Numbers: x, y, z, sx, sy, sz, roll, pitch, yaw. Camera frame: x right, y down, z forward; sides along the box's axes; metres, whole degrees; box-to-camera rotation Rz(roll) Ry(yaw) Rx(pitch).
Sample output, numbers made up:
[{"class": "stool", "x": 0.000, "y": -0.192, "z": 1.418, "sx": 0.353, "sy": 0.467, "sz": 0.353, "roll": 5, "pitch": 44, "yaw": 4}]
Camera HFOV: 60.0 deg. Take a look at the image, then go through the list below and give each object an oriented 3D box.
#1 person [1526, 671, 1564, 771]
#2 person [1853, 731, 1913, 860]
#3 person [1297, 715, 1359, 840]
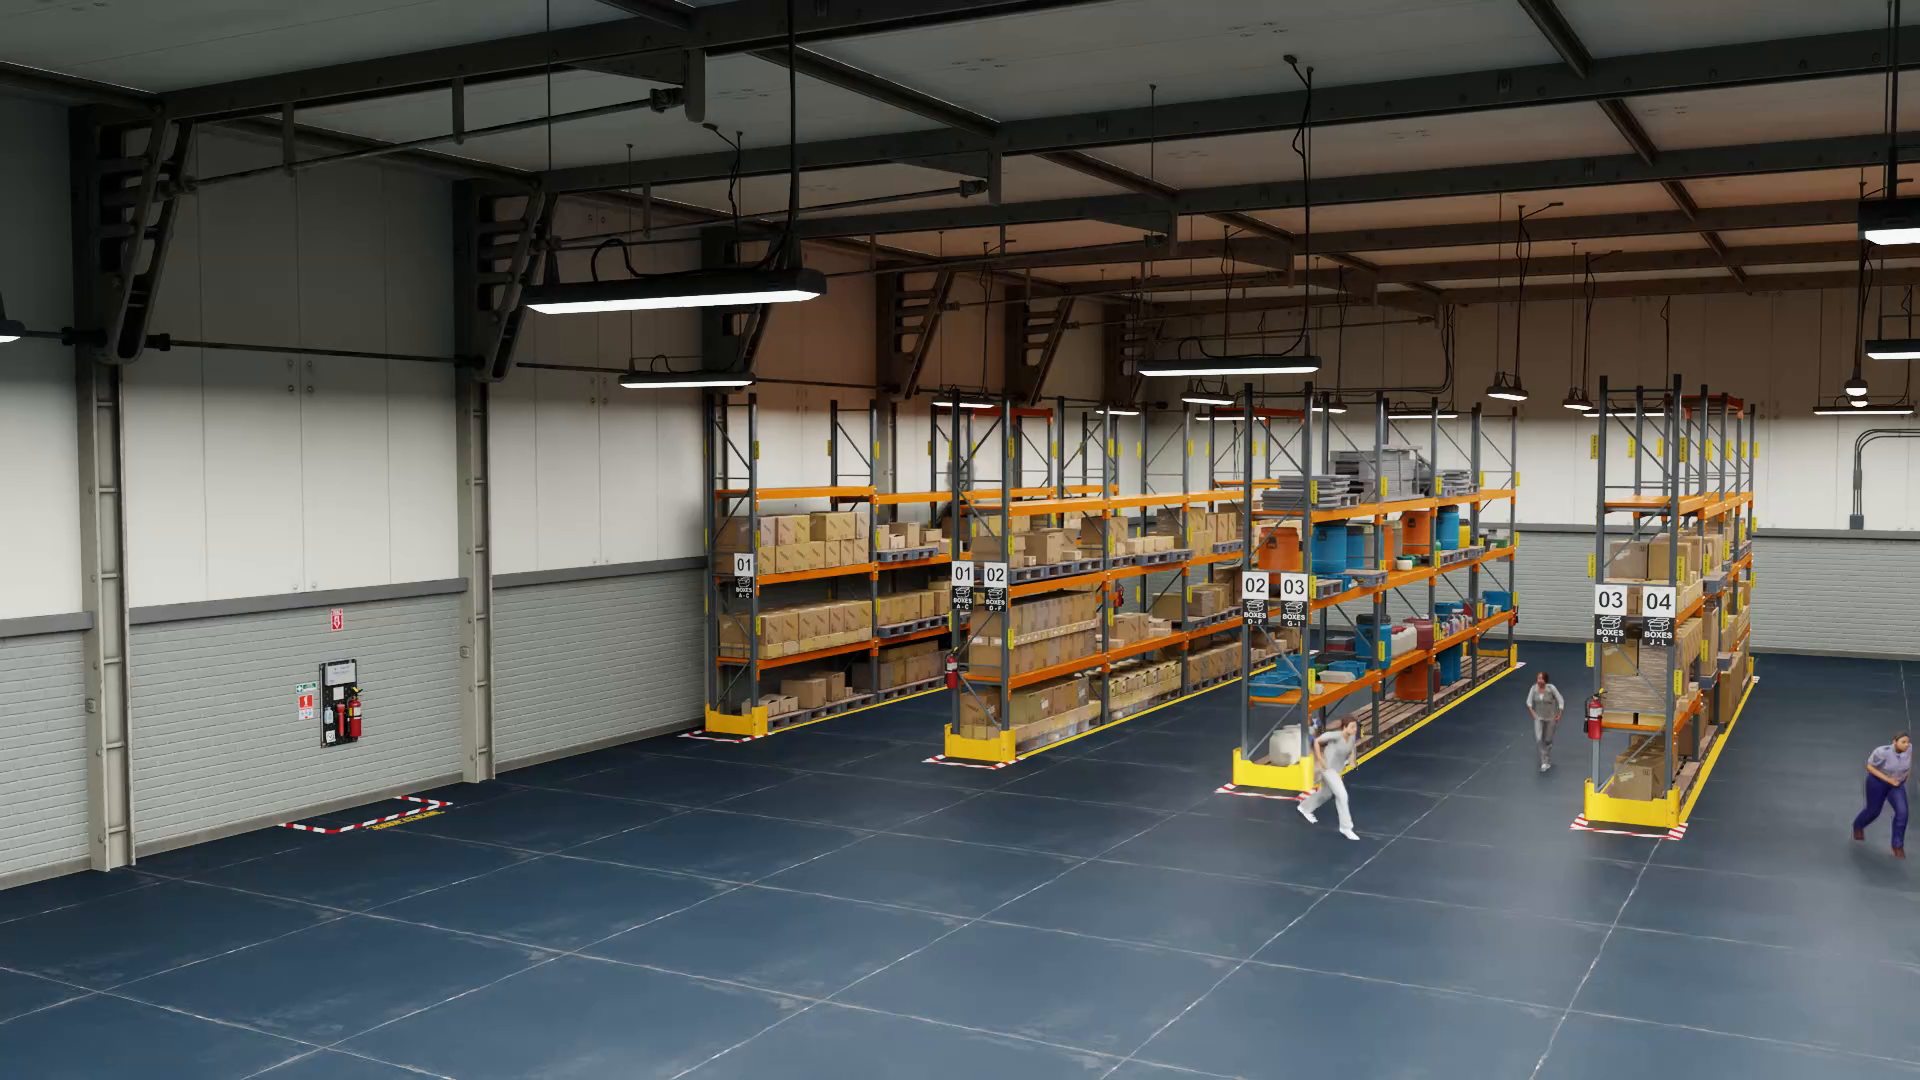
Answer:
[{"class": "person", "x": 9.232, "y": 2.831, "z": 26.225, "sx": 0.566, "sy": 1.566, "sz": 0.667, "roll": 2, "pitch": 4, "yaw": 29}, {"class": "person", "x": 11.523, "y": 3.124, "z": 20.775, "sx": 0.648, "sy": 1.612, "sz": 0.967, "roll": 0, "pitch": 3, "yaw": -6}, {"class": "person", "x": 4.795, "y": 3.053, "z": 21.714, "sx": 0.604, "sy": 1.622, "sz": 1.003, "roll": -2, "pitch": 4, "yaw": -33}]
